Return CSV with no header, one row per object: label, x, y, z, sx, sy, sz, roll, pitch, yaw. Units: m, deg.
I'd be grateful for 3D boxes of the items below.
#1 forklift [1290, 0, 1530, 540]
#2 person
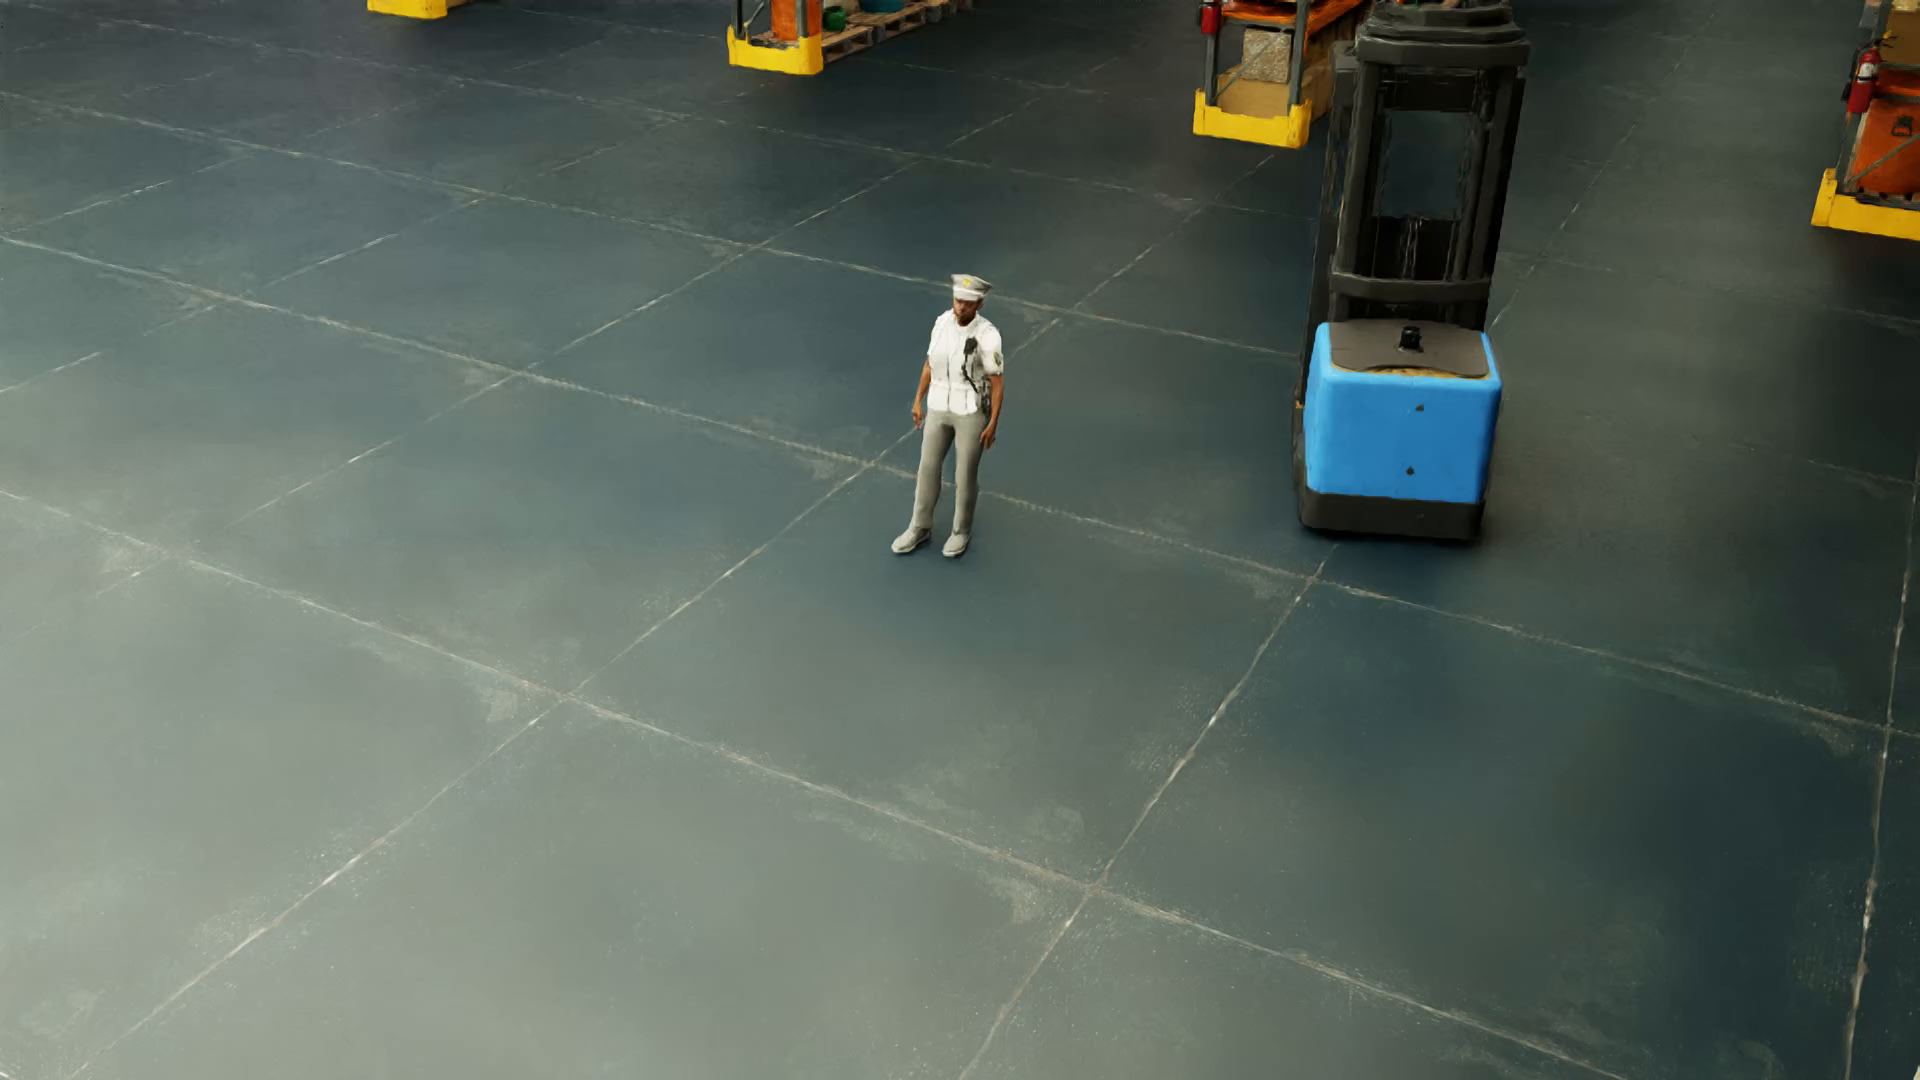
forklift,2.804,-1.989,10.517,1.130,2.935,3.031,4,30,8
person,-0.053,-0.713,9.527,0.570,1.695,0.529,15,33,25
